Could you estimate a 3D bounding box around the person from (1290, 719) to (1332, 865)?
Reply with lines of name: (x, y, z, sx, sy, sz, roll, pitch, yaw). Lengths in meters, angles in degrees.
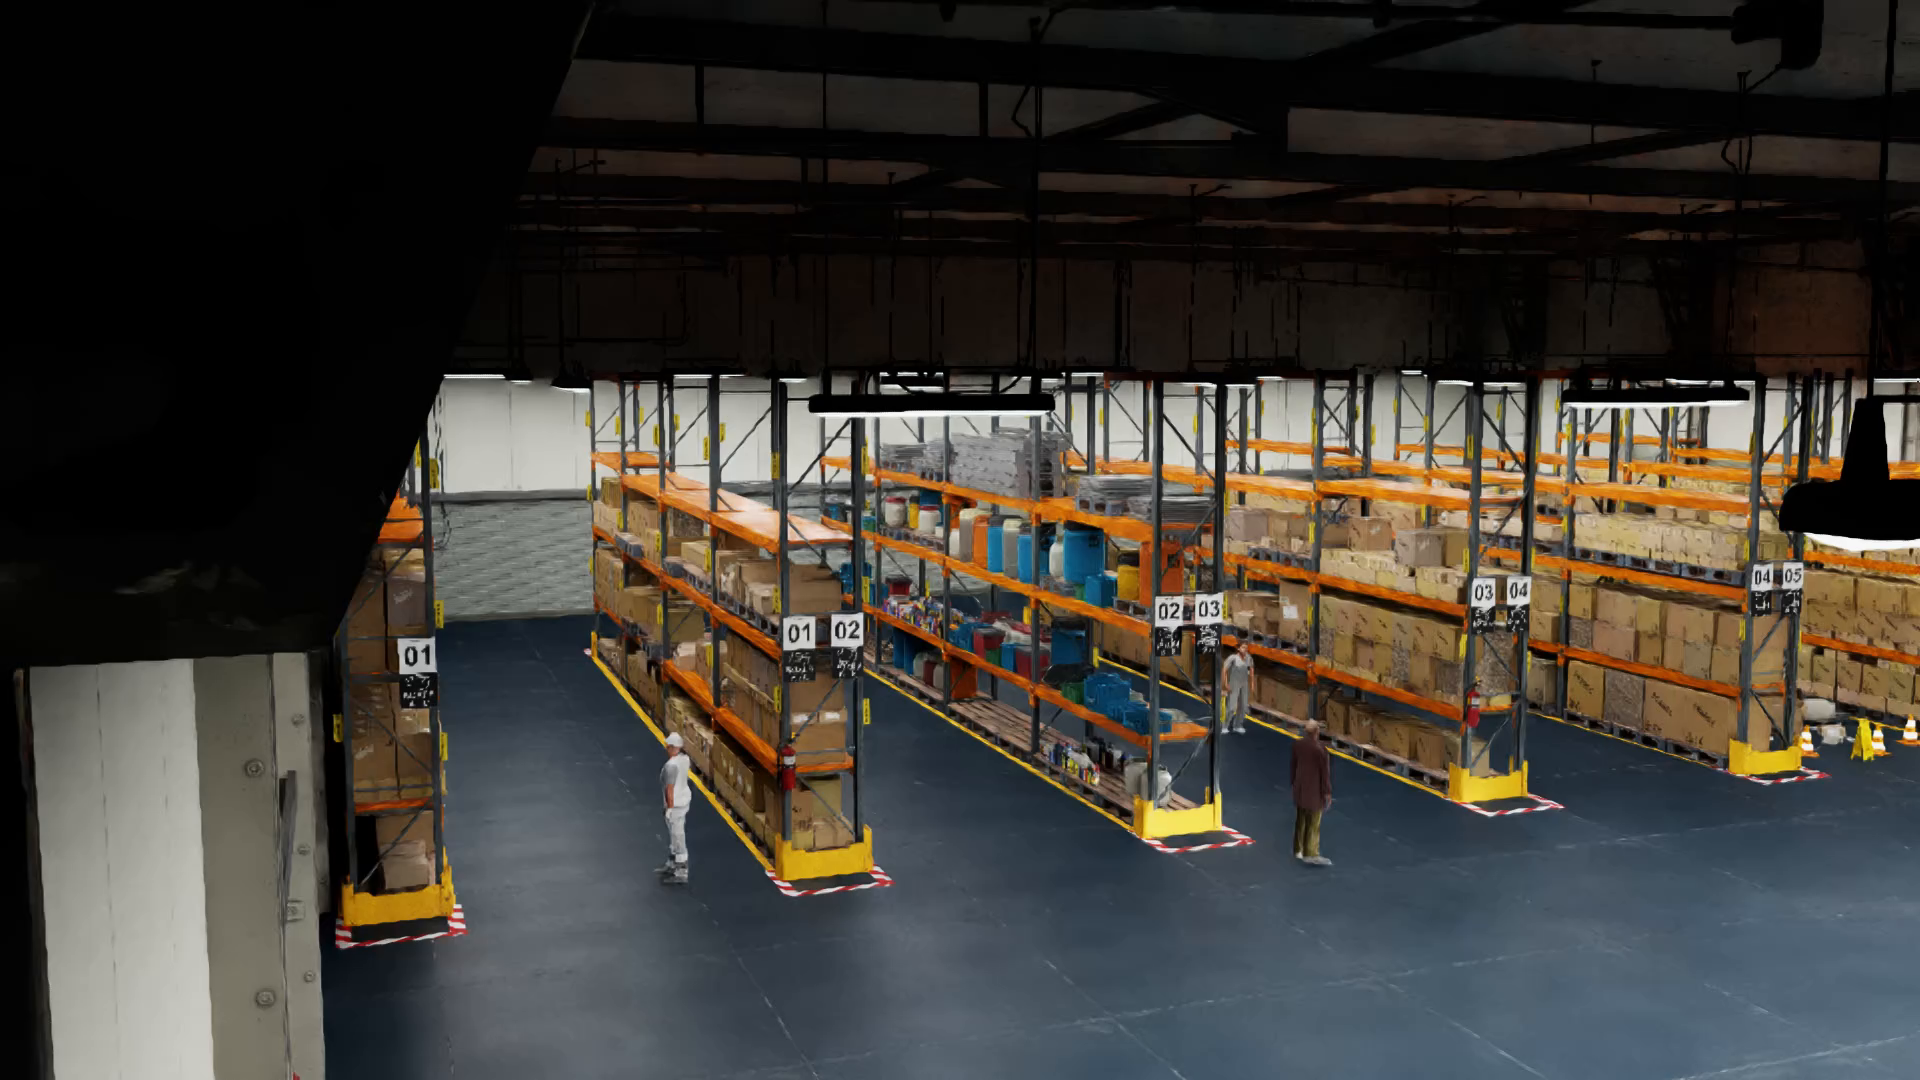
person: (4.398, 3.116, 20.768, 0.420, 1.789, 0.657, -4, 8, -33)

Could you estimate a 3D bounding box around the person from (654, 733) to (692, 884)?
person: (-3.475, 3.199, 19.993, 0.494, 1.786, 0.602, 1, 6, 11)

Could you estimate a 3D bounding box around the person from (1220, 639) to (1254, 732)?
person: (4.640, 2.436, 27.800, 0.580, 1.617, 0.507, -2, 7, -20)
